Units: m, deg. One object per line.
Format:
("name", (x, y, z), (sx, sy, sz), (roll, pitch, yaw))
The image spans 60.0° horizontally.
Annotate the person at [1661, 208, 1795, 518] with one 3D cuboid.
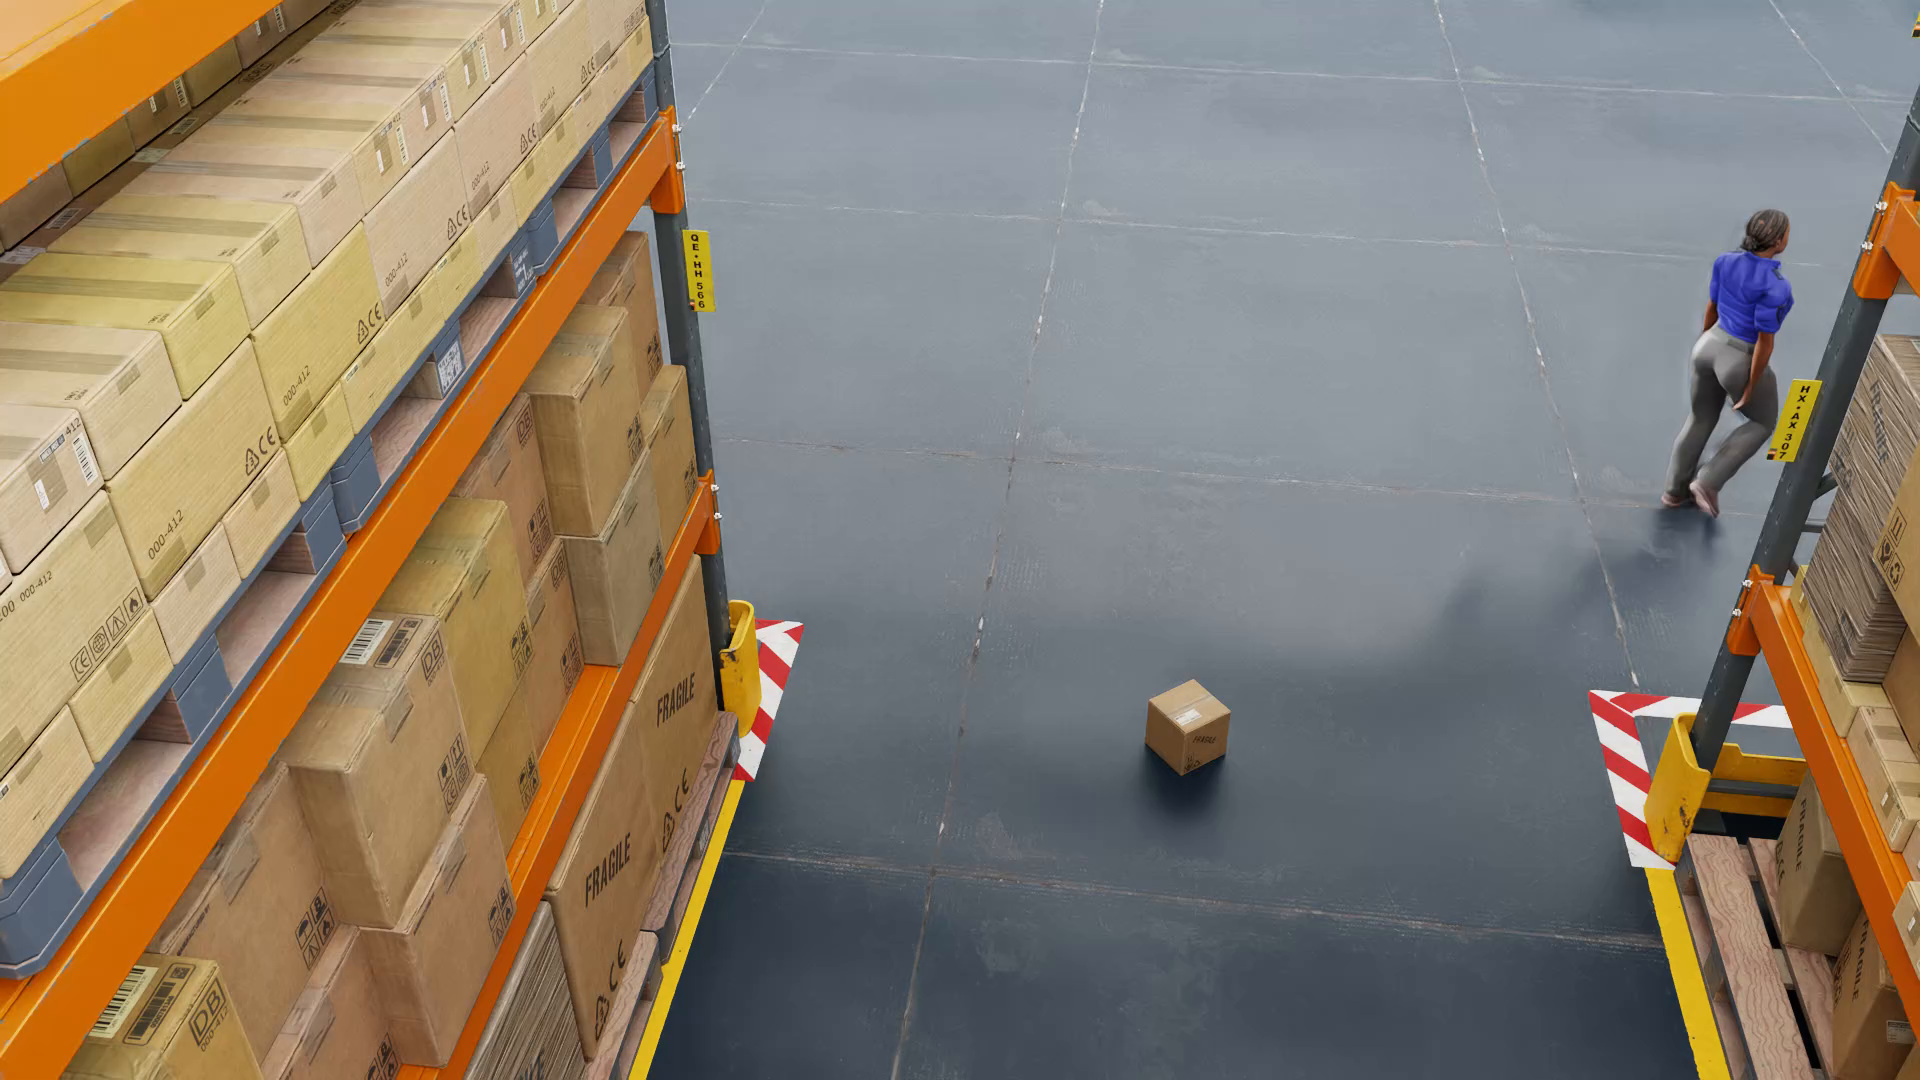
("person", (3.839, -0.871, 8.202), (0.424, 1.668, 0.454), (-18, 40, -22))
